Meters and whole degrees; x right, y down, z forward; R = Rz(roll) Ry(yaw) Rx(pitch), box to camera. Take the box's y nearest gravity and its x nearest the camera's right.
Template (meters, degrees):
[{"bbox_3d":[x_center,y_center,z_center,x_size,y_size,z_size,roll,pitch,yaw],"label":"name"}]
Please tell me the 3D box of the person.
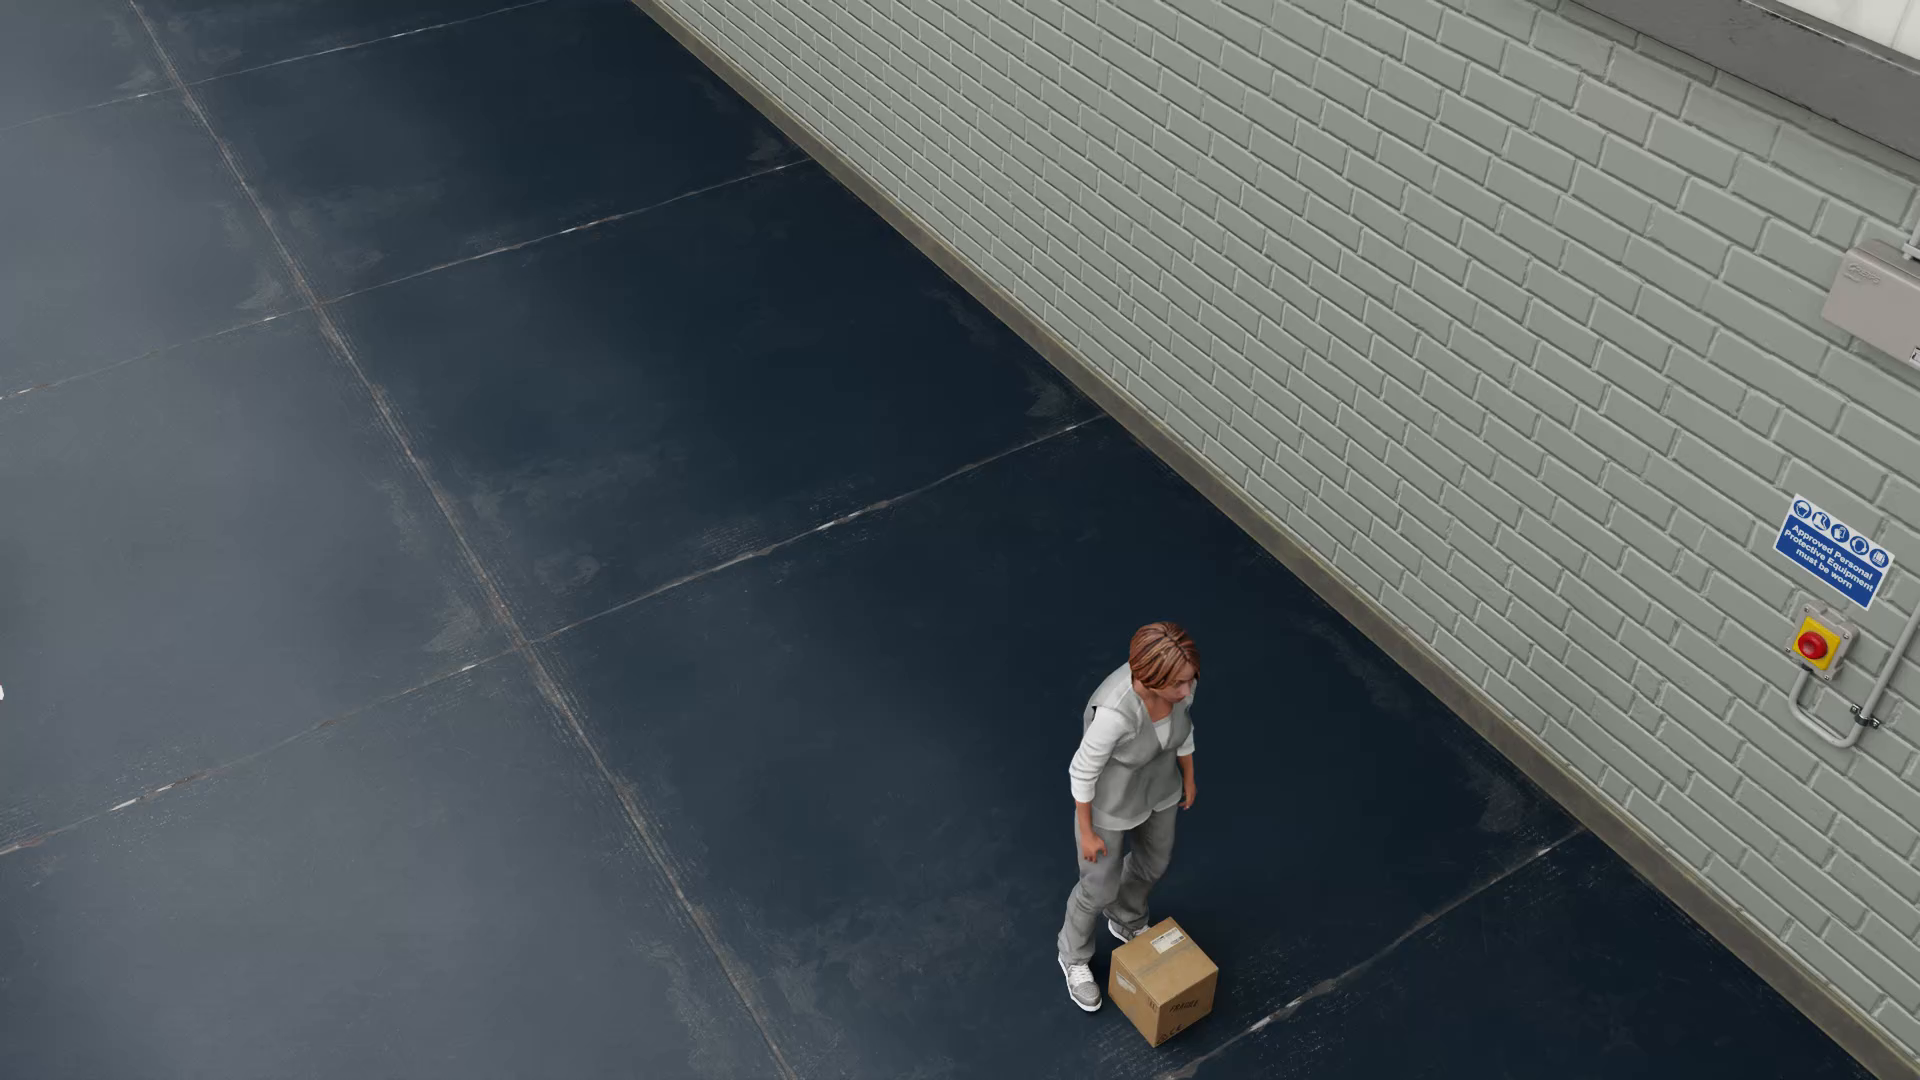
[{"bbox_3d":[0.536,0.828,5.225,0.482,1.593,0.342,-25,47,-25],"label":"person"}]
